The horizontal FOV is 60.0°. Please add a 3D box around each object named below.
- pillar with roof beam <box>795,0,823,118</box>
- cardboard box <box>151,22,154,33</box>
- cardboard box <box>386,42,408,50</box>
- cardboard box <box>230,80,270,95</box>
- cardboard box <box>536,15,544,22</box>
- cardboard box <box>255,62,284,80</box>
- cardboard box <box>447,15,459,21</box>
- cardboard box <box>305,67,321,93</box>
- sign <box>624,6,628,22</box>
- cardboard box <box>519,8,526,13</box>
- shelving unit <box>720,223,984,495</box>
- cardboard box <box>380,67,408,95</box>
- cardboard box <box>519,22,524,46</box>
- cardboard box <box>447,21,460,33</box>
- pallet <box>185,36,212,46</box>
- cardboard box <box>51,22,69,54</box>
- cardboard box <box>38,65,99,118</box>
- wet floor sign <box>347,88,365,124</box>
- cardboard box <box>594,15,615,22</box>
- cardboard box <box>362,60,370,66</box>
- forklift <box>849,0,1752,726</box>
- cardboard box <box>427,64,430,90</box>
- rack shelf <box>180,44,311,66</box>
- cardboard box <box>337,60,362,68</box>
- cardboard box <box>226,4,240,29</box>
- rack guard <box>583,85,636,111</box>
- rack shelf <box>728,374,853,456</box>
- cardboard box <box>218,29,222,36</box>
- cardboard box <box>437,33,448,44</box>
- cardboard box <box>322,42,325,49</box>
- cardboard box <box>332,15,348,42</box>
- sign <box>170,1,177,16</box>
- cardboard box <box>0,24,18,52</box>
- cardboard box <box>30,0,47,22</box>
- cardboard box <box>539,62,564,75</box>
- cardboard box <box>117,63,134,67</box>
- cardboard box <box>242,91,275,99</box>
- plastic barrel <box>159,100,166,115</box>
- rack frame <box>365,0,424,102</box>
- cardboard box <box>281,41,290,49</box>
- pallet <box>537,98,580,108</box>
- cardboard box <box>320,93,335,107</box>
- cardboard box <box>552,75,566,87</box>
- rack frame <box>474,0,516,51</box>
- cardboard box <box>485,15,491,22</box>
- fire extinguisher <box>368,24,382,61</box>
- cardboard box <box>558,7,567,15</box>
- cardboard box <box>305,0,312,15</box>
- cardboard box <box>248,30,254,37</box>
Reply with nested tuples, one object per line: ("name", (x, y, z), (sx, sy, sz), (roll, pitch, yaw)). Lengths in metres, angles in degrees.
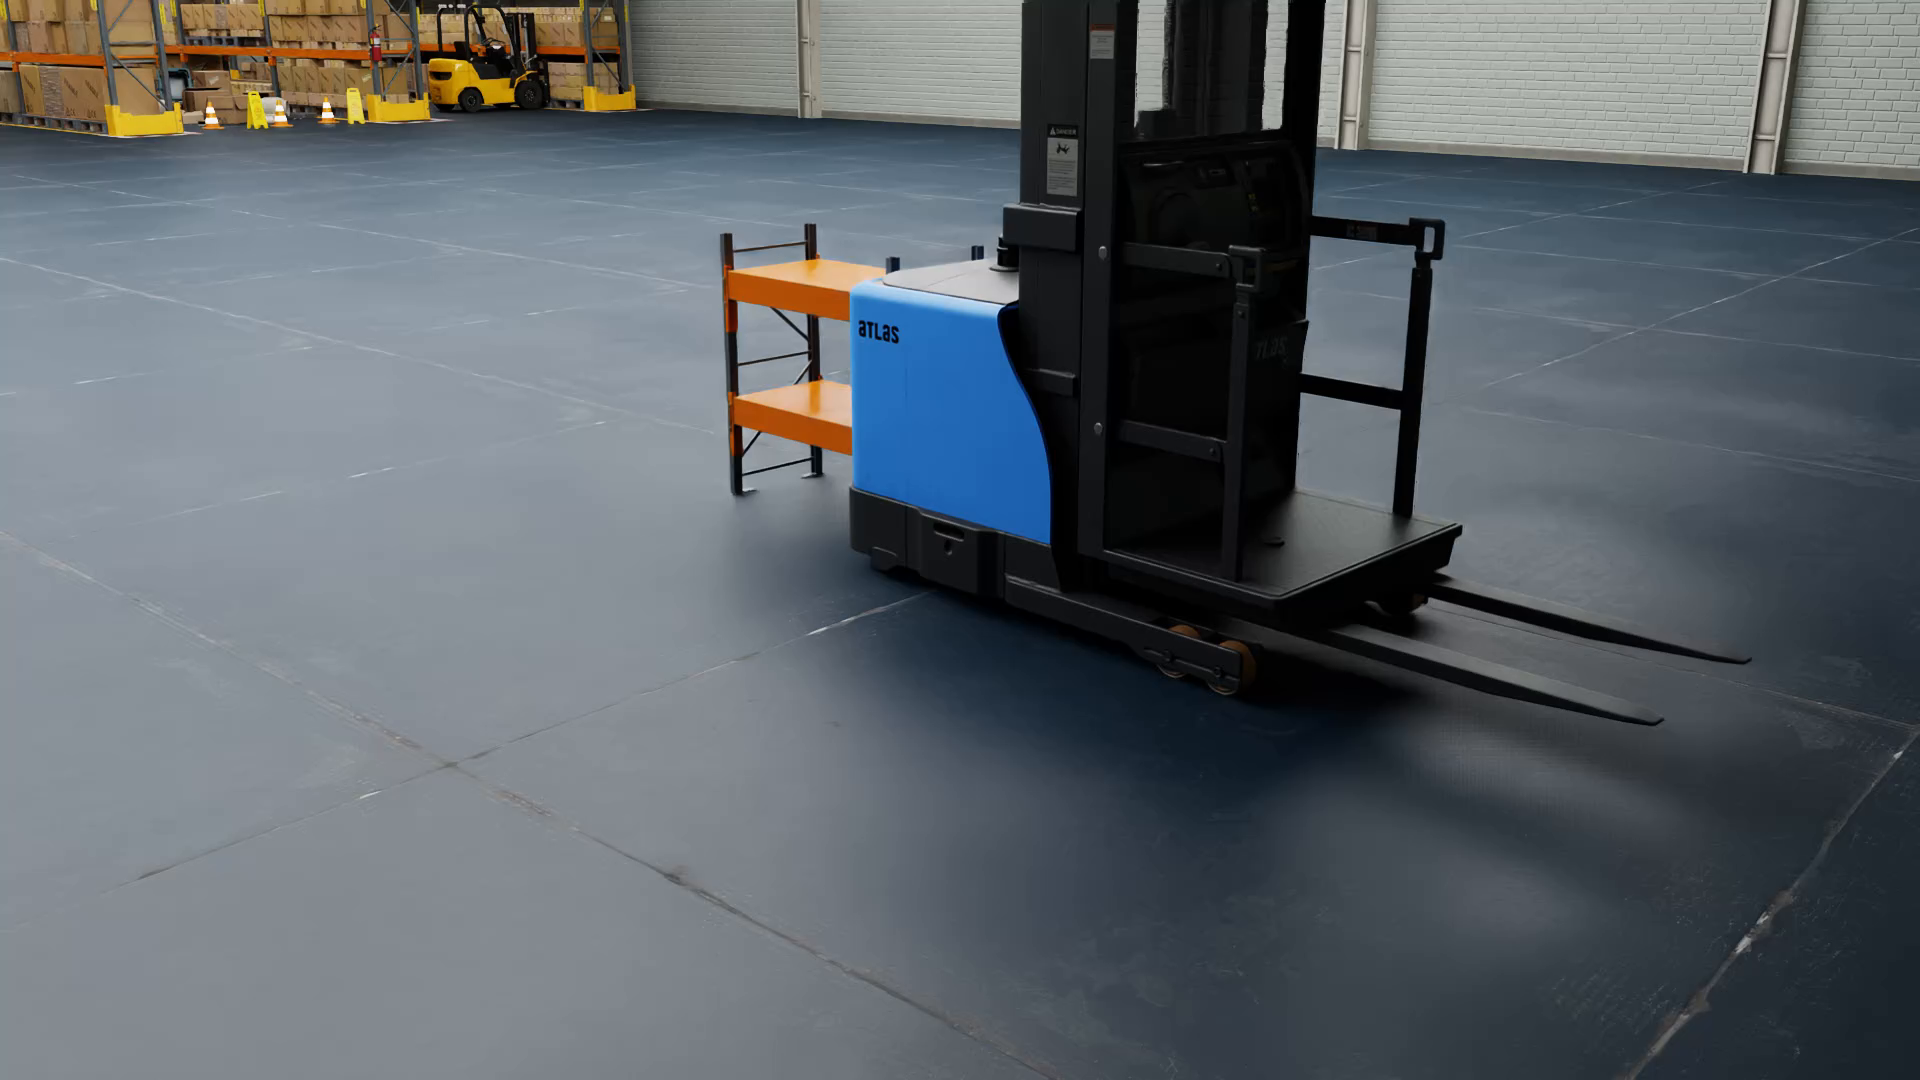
("pillar with roof beam", (-5.836, -11.727, 28.688), (0.400, 9.000, 9.100), (15, 23, 39))
("cardboard box", (-18.132, -11.592, 37.602), (0.500, 0.250, 0.500), (14, 23, 38))
("cardboard box", (-10.952, -9.575, 32.237), (0.250, 0.149, 0.380), (15, 23, 39))
("cardboard box", (-15.282, -9.718, 35.923), (0.625, 0.372, 0.950), (16, 24, 41))
("cardboard box", (-8.964, -11.318, 36.078), (0.250, 0.149, 0.380), (15, 23, 40))
("cardboard box", (-18.502, -12.600, 44.792), (0.500, 0.500, 0.700), (16, 24, 41))
("cardboard box", (-11.576, -12.013, 38.268), (0.250, 0.149, 0.380), (14, 22, 38))
("cardboard box", (-12.770, -9.241, 33.381), (0.500, 0.500, 0.500), (17, 24, 42))
("sign", (-7.170, -11.278, 35.627), (0.005, 0.325, 0.100), (15, 23, 39))
("cardboard box", (-9.477, -11.633, 36.579), (0.250, 0.149, 0.380), (15, 23, 39))
("shelving unit", (-0.452, -0.680, 6.896), (1.048, 1.125, 0.538), (17, 24, 42))
("cardboard box", (-11.273, -9.055, 32.798), (0.500, 0.500, 0.500), (14, 22, 37))
("cardboard box", (-9.596, -11.203, 36.789), (0.500, 0.500, 0.500), (15, 23, 39))
("cardboard box", (-11.461, -11.815, 38.304), (0.500, 0.250, 0.500), (14, 23, 38))
("pallet", (-16.215, -10.975, 36.552), (1.003, 0.211, 1.213), (15, 23, 39))
("cardboard box", (-15.538, -8.918, 29.506), (0.500, 0.550, 0.875), (15, 23, 39))
("cardboard box", (-15.936, -8.107, 30.017), (0.875, 0.875, 0.875), (15, 23, 40))
("wet floor sign", (-11.403, -8.177, 31.310), (0.267, 0.644, 0.232), (-9, 20, -27))
("cardboard box", (-7.625, -11.187, 35.664), (0.250, 0.149, 0.380), (14, 23, 38))
("cardboard box", (-14.624, -11.843, 41.336), (0.250, 0.149, 0.380), (16, 24, 41))
("forklift", (0.982, -1.096, 5.221), (3.031, 2.935, 1.130), (17, 24, 42))
("cardboard box", (-12.072, -10.985, 39.497), (0.625, 0.625, 0.875), (14, 22, 37))
("rack shelf", (-15.323, -10.441, 35.742), (4.000, 0.370, 1.077), (15, 23, 39))
("cardboard box", (-11.927, -9.296, 32.483), (0.250, 0.149, 0.380), (16, 24, 41))
("cardboard box", (-15.078, -11.017, 35.016), (0.500, 0.500, 0.500), (16, 24, 41))
("rack guard", (-7.525, -9.507, 35.741), (0.348, 0.500, 1.175), (15, 23, 39))
("rack shelf", (-0.452, -0.447, 6.970), (1.000, 0.278, 0.538), (17, 24, 42))
("cardboard box", (-15.674, -10.890, 35.689), (0.250, 0.149, 0.380), (16, 24, 41))
("cardboard box", (-11.816, -11.683, 38.714), (0.500, 0.250, 0.500), (15, 23, 40))
("cardboard box", (-12.387, -9.798, 32.940), (0.250, 0.149, 0.380), (15, 23, 39))
("cardboard box", (-11.795, -9.917, 32.244), (0.500, 0.500, 0.500), (15, 23, 39))
("sign", (-17.185, -11.611, 36.325), (0.005, 0.325, 0.100), (15, 23, 39))
("cardboard box", (-17.605, -9.334, 30.899), (0.500, 0.500, 0.500), (15, 23, 39))
("cardboard box", (-15.983, -9.523, 29.626), (0.550, 0.550, 0.875), (15, 23, 39))
("cardboard box", (-8.864, -10.291, 36.279), (0.500, 0.250, 0.500), (15, 23, 40))
("cardboard box", (-19.294, -11.070, 39.352), (0.875, 0.875, 0.875), (16, 24, 41))
("cardboard box", (-13.929, -8.669, 33.097), (0.500, 0.500, 0.500), (-3, 18, -8))
("plastic barrel", (-15.170, -8.133, 31.540), (0.512, 0.421, 0.421), (-3, 18, -8))
("rack frame", (-10.835, -9.579, 31.837), (0.127, 3.000, 1.000), (15, 23, 39))
("cardboard box", (-13.581, -10.088, 33.855), (0.250, 0.149, 0.380), (16, 24, 41))
("pallet", (-9.051, -9.763, 37.026), (1.213, 0.211, 1.003), (15, 23, 39))
("cardboard box", (-12.396, -8.780, 33.169), (0.500, 0.250, 0.500), (14, 22, 37))
("cardboard box", (-8.483, -9.961, 36.065), (0.500, 0.250, 0.500), (15, 23, 39))
("rack frame", (-10.535, -11.506, 37.908), (0.127, 3.000, 1.000), (15, 23, 39))
("cardboard box", (-10.471, -11.739, 37.406), (0.250, 0.149, 0.380), (15, 23, 38))
("fire extinguisher", (-11.055, -9.415, 31.448), (0.183, 0.674, 0.296), (15, 23, 39))
("cardboard box", (-8.370, -11.315, 35.576), (0.250, 0.149, 0.380), (16, 23, 40))
("cardboard box", (-12.466, -10.612, 32.782), (0.500, 0.500, 0.700), (15, 23, 39))
("cardboard box", (-14.581, -10.561, 34.650), (0.250, 0.149, 0.380), (14, 22, 38))
